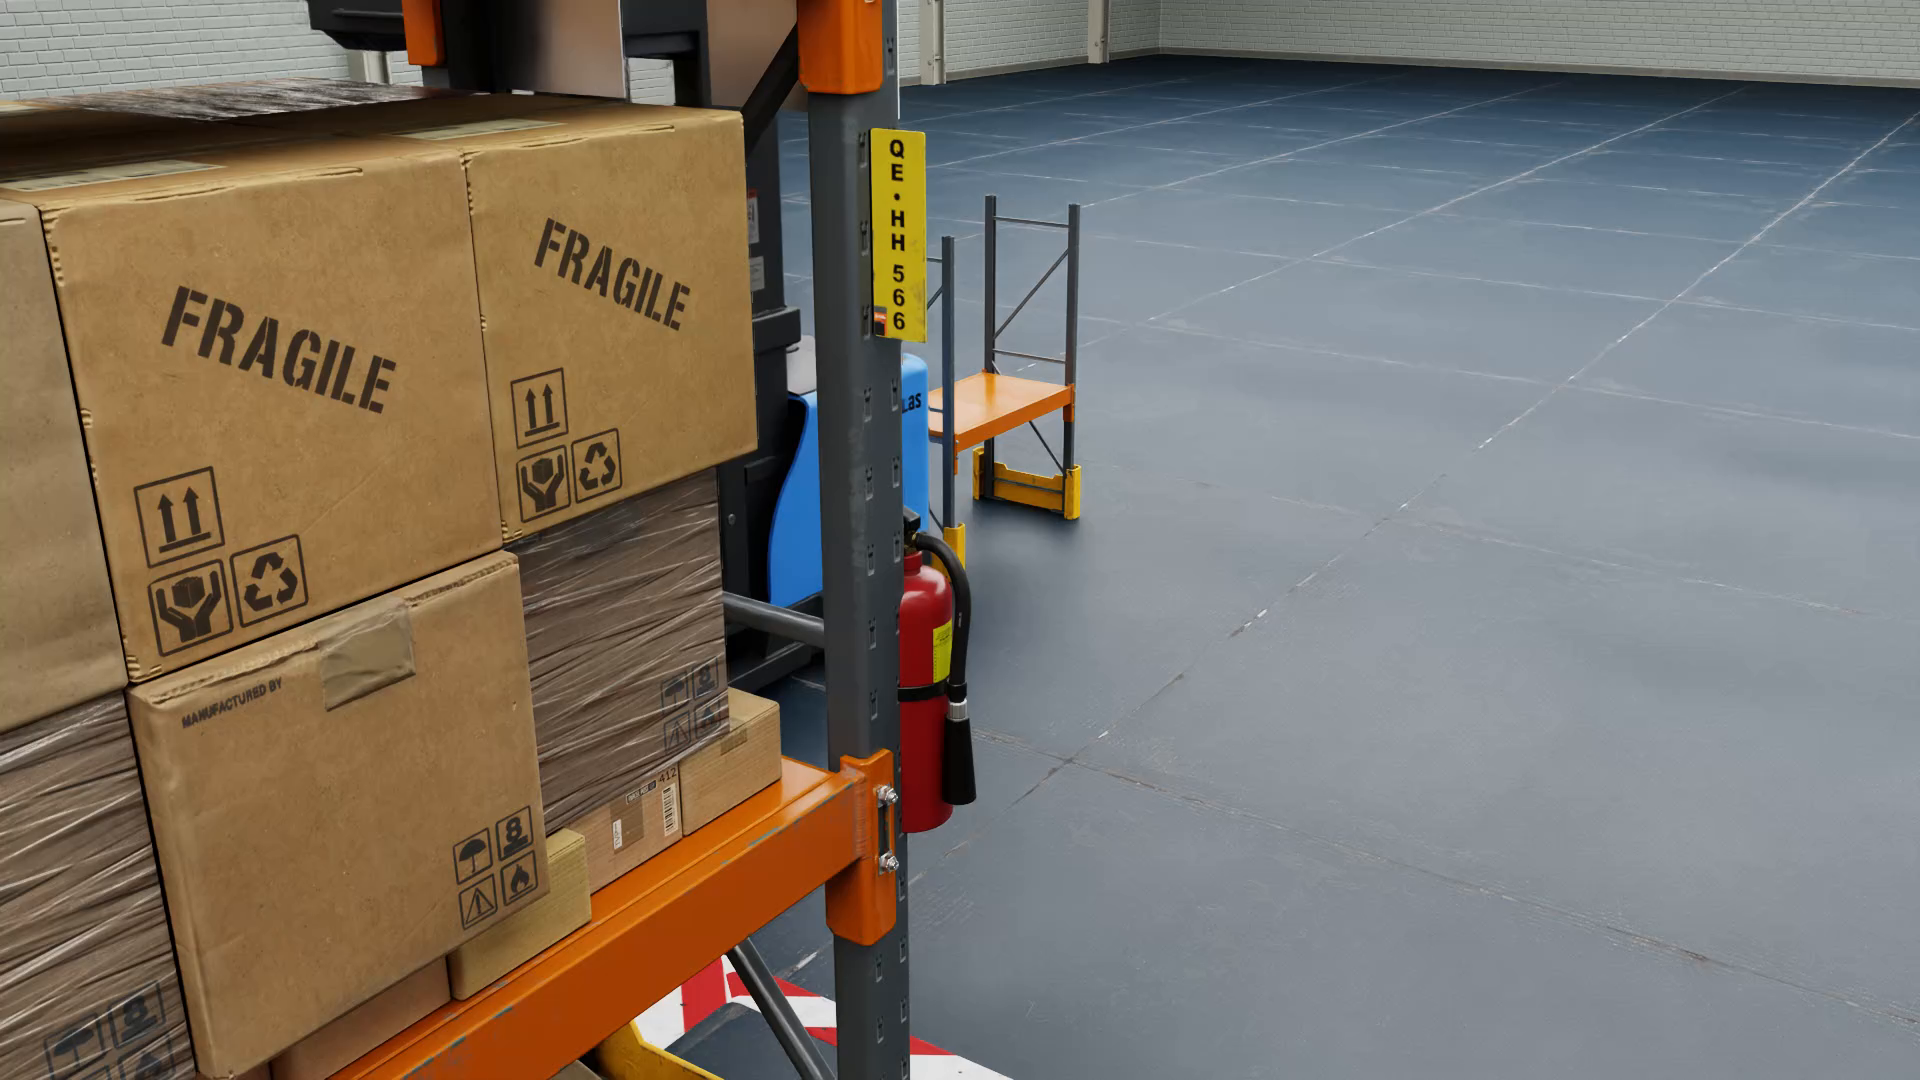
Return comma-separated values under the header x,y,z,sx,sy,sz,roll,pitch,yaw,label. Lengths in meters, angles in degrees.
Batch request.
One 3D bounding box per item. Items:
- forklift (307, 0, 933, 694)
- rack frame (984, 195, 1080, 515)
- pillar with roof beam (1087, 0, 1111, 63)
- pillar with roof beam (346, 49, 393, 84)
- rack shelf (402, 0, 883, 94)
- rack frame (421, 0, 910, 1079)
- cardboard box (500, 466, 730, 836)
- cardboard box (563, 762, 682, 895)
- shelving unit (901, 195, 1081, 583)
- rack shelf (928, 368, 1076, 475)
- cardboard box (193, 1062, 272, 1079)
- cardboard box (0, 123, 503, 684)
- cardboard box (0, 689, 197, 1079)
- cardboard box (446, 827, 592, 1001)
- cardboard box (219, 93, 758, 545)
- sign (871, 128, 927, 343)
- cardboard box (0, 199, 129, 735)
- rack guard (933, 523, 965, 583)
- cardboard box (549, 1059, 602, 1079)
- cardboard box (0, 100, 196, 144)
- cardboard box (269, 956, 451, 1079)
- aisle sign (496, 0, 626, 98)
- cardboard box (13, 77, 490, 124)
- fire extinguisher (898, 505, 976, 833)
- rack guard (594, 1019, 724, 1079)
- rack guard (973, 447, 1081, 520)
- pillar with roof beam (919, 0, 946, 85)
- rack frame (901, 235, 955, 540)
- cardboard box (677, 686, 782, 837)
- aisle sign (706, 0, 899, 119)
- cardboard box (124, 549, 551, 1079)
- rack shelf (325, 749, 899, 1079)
x,y,z,sx,sy,sz,roll,pitch,yaw,label
-1.373,-0.783,5.656,1.130,2.935,3.031,14,24,33,forklift
0.334,-0.874,7.965,0.500,1.500,0.032,13,24,32,rack frame
6.442,-13.353,30.893,9.100,9.000,0.400,13,24,32,pillar with roof beam
-3.677,-8.188,16.931,9.100,9.000,0.400,13,24,32,pillar with roof beam
-1.667,-0.391,1.212,1.077,0.370,4.000,13,24,32,rack shelf
-0.545,0.104,3.161,0.949,2.616,0.053,13,24,32,rack frame
-0.875,0.070,2.678,0.875,0.500,0.500,13,24,32,cardboard box
-0.673,0.416,2.679,0.380,0.149,0.250,13,24,32,cardboard box
0.043,-0.725,7.564,0.587,1.500,1.083,13,24,32,shelving unit
0.048,-0.559,7.633,0.538,0.185,1.000,13,24,32,rack shelf
-1.099,0.630,2.100,0.380,0.149,0.250,13,24,32,cardboard box
-0.924,-0.200,1.969,0.500,0.500,0.500,13,24,32,cardboard box
-1.373,0.372,1.862,0.875,0.500,0.500,13,24,32,cardboard box
-0.771,0.498,2.458,0.380,0.149,0.250,13,24,32,cardboard box
-0.647,-0.345,2.360,0.500,0.500,0.500,13,24,32,cardboard box
-0.095,-0.473,2.595,0.100,0.325,0.005,13,24,32,sign
-1.207,-0.057,1.582,0.500,0.500,0.500,13,24,32,cardboard box
-0.237,0.004,7.394,0.587,0.250,0.087,13,24,32,rack guard
-0.908,1.256,3.044,0.500,0.500,0.500,19,28,42,cardboard box
-1.364,-0.304,2.249,0.500,0.500,0.500,13,24,32,cardboard box
-0.924,0.566,2.272,0.380,0.149,0.250,13,24,32,cardboard box
-0.756,-1.191,2.914,0.394,0.787,0.004,13,24,32,aisle sign
-1.077,-0.446,2.634,0.500,0.500,0.500,13,24,32,cardboard box
-0.097,0.198,3.018,0.296,0.674,0.183,13,24,32,fire extinguisher
-0.585,1.299,3.534,1.175,0.500,0.348,13,24,32,rack guard
0.323,-0.282,8.167,0.587,0.250,0.087,13,24,32,rack guard
3.069,-11.631,26.239,9.100,9.000,0.400,13,24,32,pillar with roof beam
-0.238,-0.582,7.177,0.500,1.500,0.032,13,24,32,rack frame
-0.532,0.344,2.873,0.380,0.149,0.250,13,24,32,cardboard box
-0.260,-1.074,2.598,0.394,0.787,0.004,13,24,32,aisle sign
-1.056,0.237,2.227,0.875,0.500,0.500,13,24,32,cardboard box
-1.667,1.016,1.732,1.077,0.370,4.000,13,24,32,rack shelf
